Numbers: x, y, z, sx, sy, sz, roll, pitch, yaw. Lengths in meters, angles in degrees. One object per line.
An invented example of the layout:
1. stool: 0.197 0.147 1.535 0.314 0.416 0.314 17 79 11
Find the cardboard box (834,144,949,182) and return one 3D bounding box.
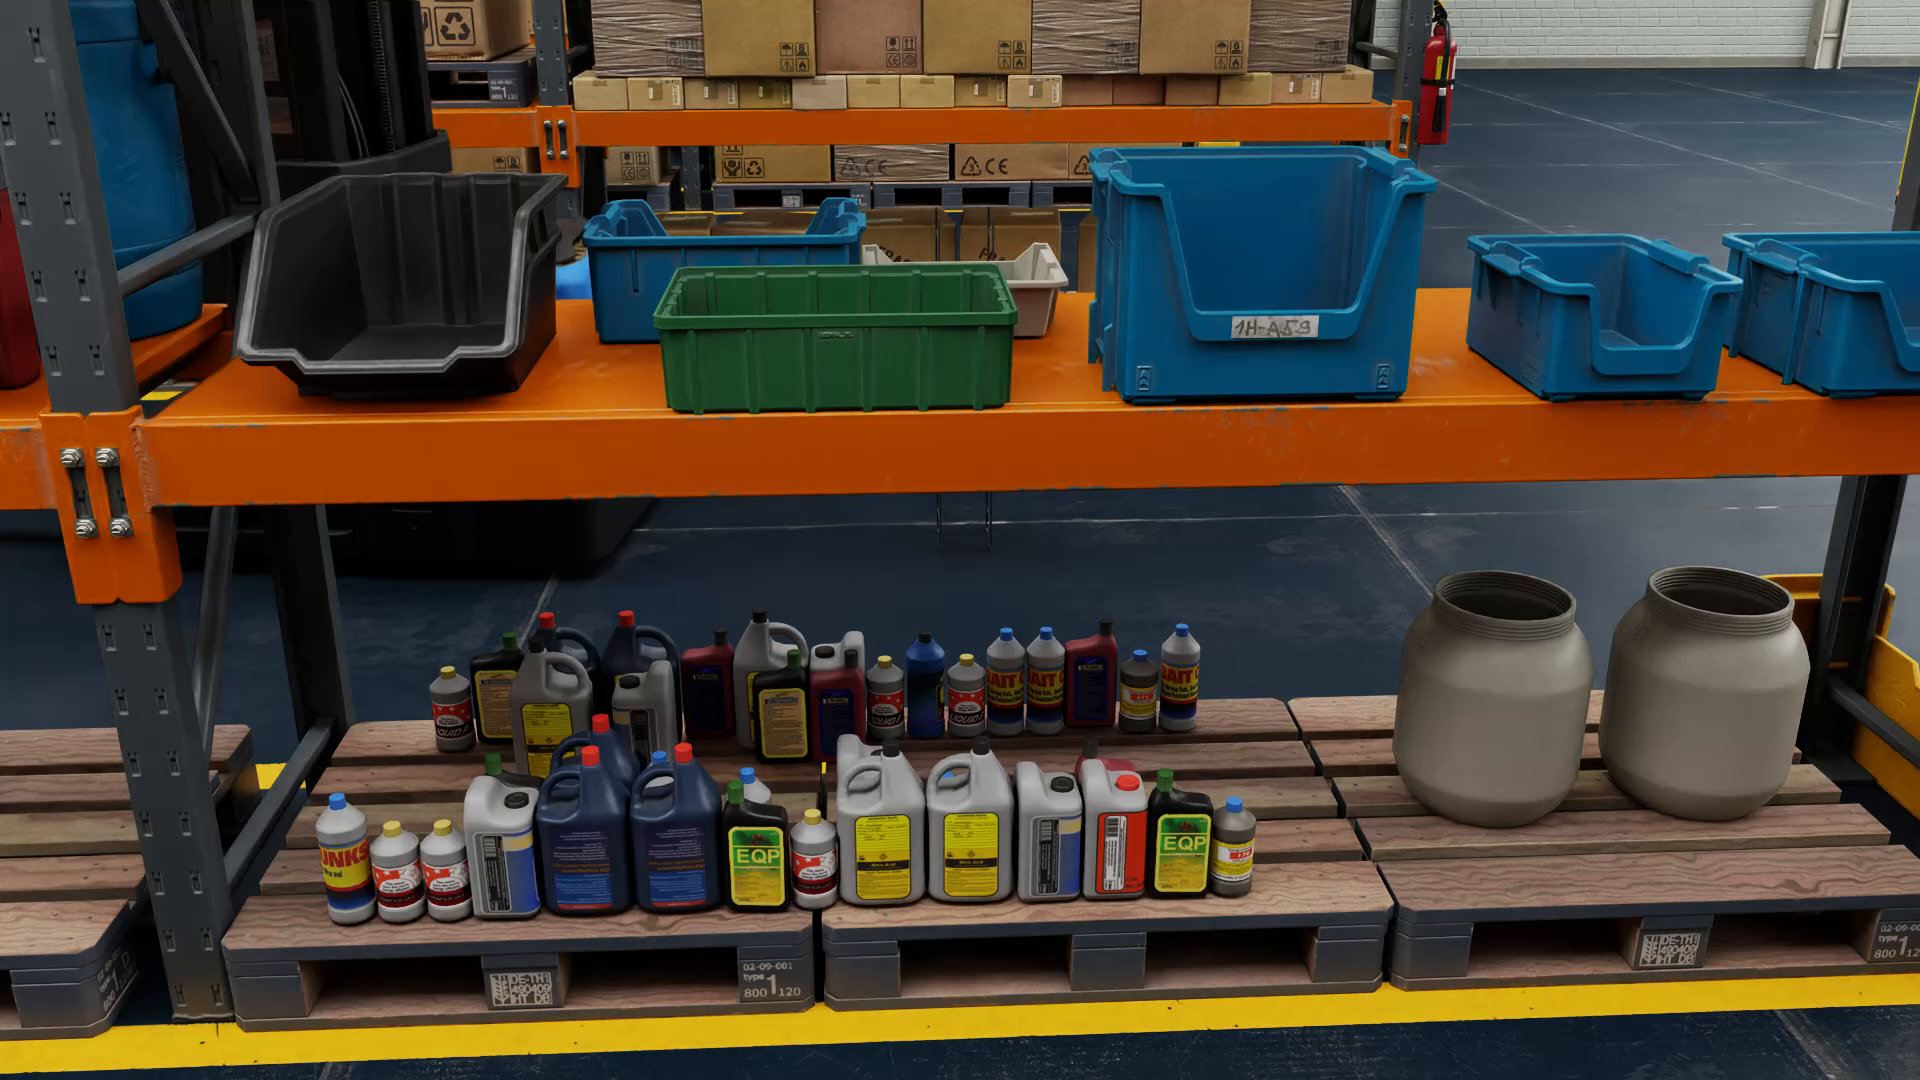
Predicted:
1. cardboard box: -0.541 -3.306 12.984 0.875 0.875 0.875 -1 21 -3

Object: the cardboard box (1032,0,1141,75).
1. cardboard box: 0.558 -2.549 8.042 0.500 0.500 0.875 -1 21 -3

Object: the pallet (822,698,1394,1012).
1. pallet: 0.286 0.707 3.968 1.213 0.211 1.003 -1 21 -3

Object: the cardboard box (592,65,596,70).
1. cardboard box: -1.693 -2.322 8.358 0.250 0.149 0.380 -1 21 -3

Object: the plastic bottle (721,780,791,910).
1. plastic bottle: -0.423 0.631 3.447 0.133 0.283 0.061 0 21 -1

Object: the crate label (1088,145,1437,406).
1. crate label: 0.563 -0.536 3.263 0.616 0.435 0.502 -1 21 -3

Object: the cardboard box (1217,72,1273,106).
1. cardboard box: 1.334 -2.188 8.004 0.250 0.149 0.380 -1 21 -3

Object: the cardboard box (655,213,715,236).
1. cardboard box: -1.489 -1.353 8.382 0.500 0.500 0.500 -2 21 -5

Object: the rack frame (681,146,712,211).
1. rack frame: -2.073 -4.095 12.661 0.127 3.000 1.000 -1 21 -3

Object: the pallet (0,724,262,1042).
1. pallet: -2.390 0.761 3.825 1.213 0.211 1.003 -1 21 -3

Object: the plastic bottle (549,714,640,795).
1. plastic bottle: -0.787 0.541 3.590 0.185 0.351 0.144 -1 21 -3

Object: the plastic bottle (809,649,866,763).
1. plastic bottle: -0.298 0.402 4.048 0.133 0.283 0.061 -1 21 -3

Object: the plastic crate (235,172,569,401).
1. plastic crate: -1.078 -0.508 3.327 0.504 0.338 0.767 -1 21 -3

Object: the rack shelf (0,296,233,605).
1. rack shelf: -3.605 -0.195 3.428 4.000 0.370 1.077 -1 21 -3

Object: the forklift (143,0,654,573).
1. forklift: -2.688 -1.455 5.822 3.031 2.935 1.130 2 21 5

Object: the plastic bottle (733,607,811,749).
1. plastic bottle: -0.467 0.335 4.130 0.185 0.351 0.144 -1 21 -3

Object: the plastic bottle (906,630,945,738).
1. plastic bottle: -0.087 0.356 4.187 0.097 0.271 0.097 0 21 0

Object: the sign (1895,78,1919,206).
1. sign: 2.359 -0.978 4.084 0.005 0.325 0.100 -1 21 -3

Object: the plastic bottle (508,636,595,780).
1. plastic bottle: -0.973 0.397 3.968 0.185 0.351 0.144 -1 21 -3

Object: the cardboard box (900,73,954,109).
1. cardboard box: -0.162 -2.146 7.896 0.250 0.149 0.380 -1 21 -3

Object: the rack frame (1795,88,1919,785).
1. rack frame: 2.386 -0.653 3.620 0.127 3.000 1.000 -1 21 -3

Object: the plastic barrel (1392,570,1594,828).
1. plastic barrel: 1.232 0.364 3.855 0.421 0.512 0.421 0 21 0

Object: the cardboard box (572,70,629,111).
1. cardboard box: -1.659 -2.111 7.803 0.250 0.149 0.380 -1 21 -3

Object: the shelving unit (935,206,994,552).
1. shelving unit: 0.014 -0.561 5.908 0.189 1.200 0.258 -1 21 -3

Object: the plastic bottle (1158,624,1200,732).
1. plastic bottle: 0.558 0.343 4.221 0.097 0.271 0.097 0 21 0

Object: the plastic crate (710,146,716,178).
1. plastic crate: -1.974 -3.277 14.383 0.662 0.188 0.450 10 33 25

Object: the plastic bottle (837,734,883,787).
1. plastic bottle: -0.199 0.562 3.638 0.135 0.276 0.152 -1 21 -3

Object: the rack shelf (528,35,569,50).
1. rack shelf: -4.070 -3.718 12.682 4.000 0.370 1.077 -1 21 -3

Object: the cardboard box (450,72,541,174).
1. cardboard box: -3.651 -3.177 12.822 0.750 0.750 1.050 -1 21 -3

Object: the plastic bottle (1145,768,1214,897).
1. plastic bottle: 0.461 0.613 3.495 0.133 0.283 0.061 -1 21 -2

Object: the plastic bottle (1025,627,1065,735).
1. plastic bottle: 0.216 0.350 4.203 0.097 0.271 0.097 0 21 0

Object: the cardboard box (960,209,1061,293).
1. cardboard box: 0.258 -1.403 8.514 0.500 0.500 0.500 1 21 2

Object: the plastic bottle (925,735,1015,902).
1. plastic bottle: 0.020 0.576 3.498 0.185 0.351 0.144 0 21 -1

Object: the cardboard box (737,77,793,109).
1. cardboard box: -0.911 -2.135 7.866 0.250 0.149 0.380 -1 21 -3

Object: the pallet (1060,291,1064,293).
1. pallet: -0.001 -1.080 8.661 1.213 0.211 1.003 -1 21 -3

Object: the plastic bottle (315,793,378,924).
1. plastic bottle: -1.265 0.647 3.422 0.097 0.271 0.097 0 21 0

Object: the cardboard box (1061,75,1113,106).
1. cardboard box: 0.583 -2.185 7.996 0.250 0.149 0.380 -1 21 -3

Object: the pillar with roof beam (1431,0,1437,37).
1. pillar with roof beam: 6.739 -9.398 18.158 0.400 9.000 9.100 -1 21 -3

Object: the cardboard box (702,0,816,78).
1. cardboard box: -0.937 -2.502 7.917 0.500 0.500 0.875 -1 21 -3

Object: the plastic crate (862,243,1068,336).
1. plastic crate: -0.001 -0.571 3.776 0.437 0.136 0.530 -1 21 -3

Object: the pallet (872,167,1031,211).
1. pallet: -0.088 -2.805 13.193 1.213 0.211 1.003 -1 21 -3

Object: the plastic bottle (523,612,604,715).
1. plastic bottle: -0.981 0.345 4.103 0.185 0.351 0.144 -2 21 -4

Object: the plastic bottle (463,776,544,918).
1. plastic bottle: -0.944 0.629 3.464 0.135 0.276 0.152 0 21 -1
